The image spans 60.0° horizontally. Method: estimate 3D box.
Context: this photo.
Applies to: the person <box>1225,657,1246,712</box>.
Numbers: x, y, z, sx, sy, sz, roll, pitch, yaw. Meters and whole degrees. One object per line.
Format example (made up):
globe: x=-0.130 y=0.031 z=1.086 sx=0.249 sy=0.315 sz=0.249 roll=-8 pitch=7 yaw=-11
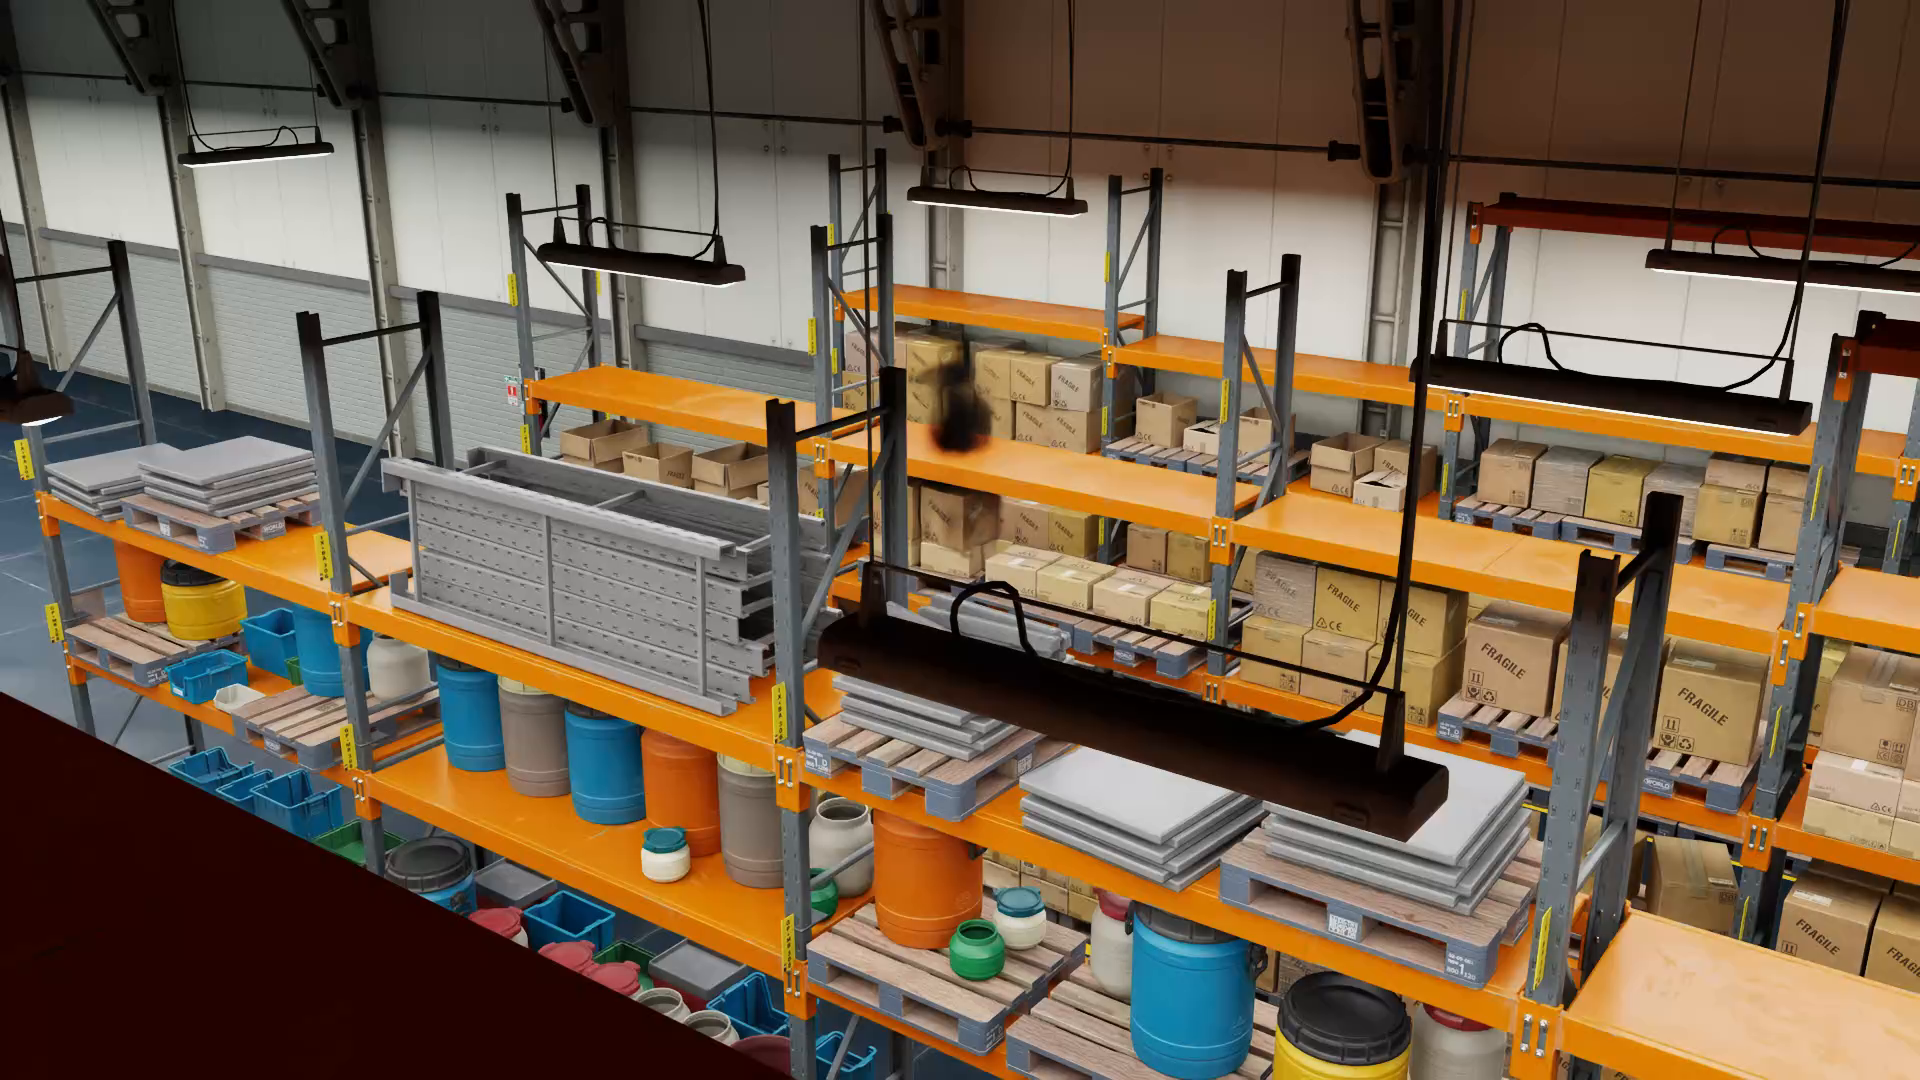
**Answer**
person: x=2.771 y=1.823 z=17.047 sx=0.817 sy=1.712 sz=0.516 roll=11 pitch=21 yaw=29
